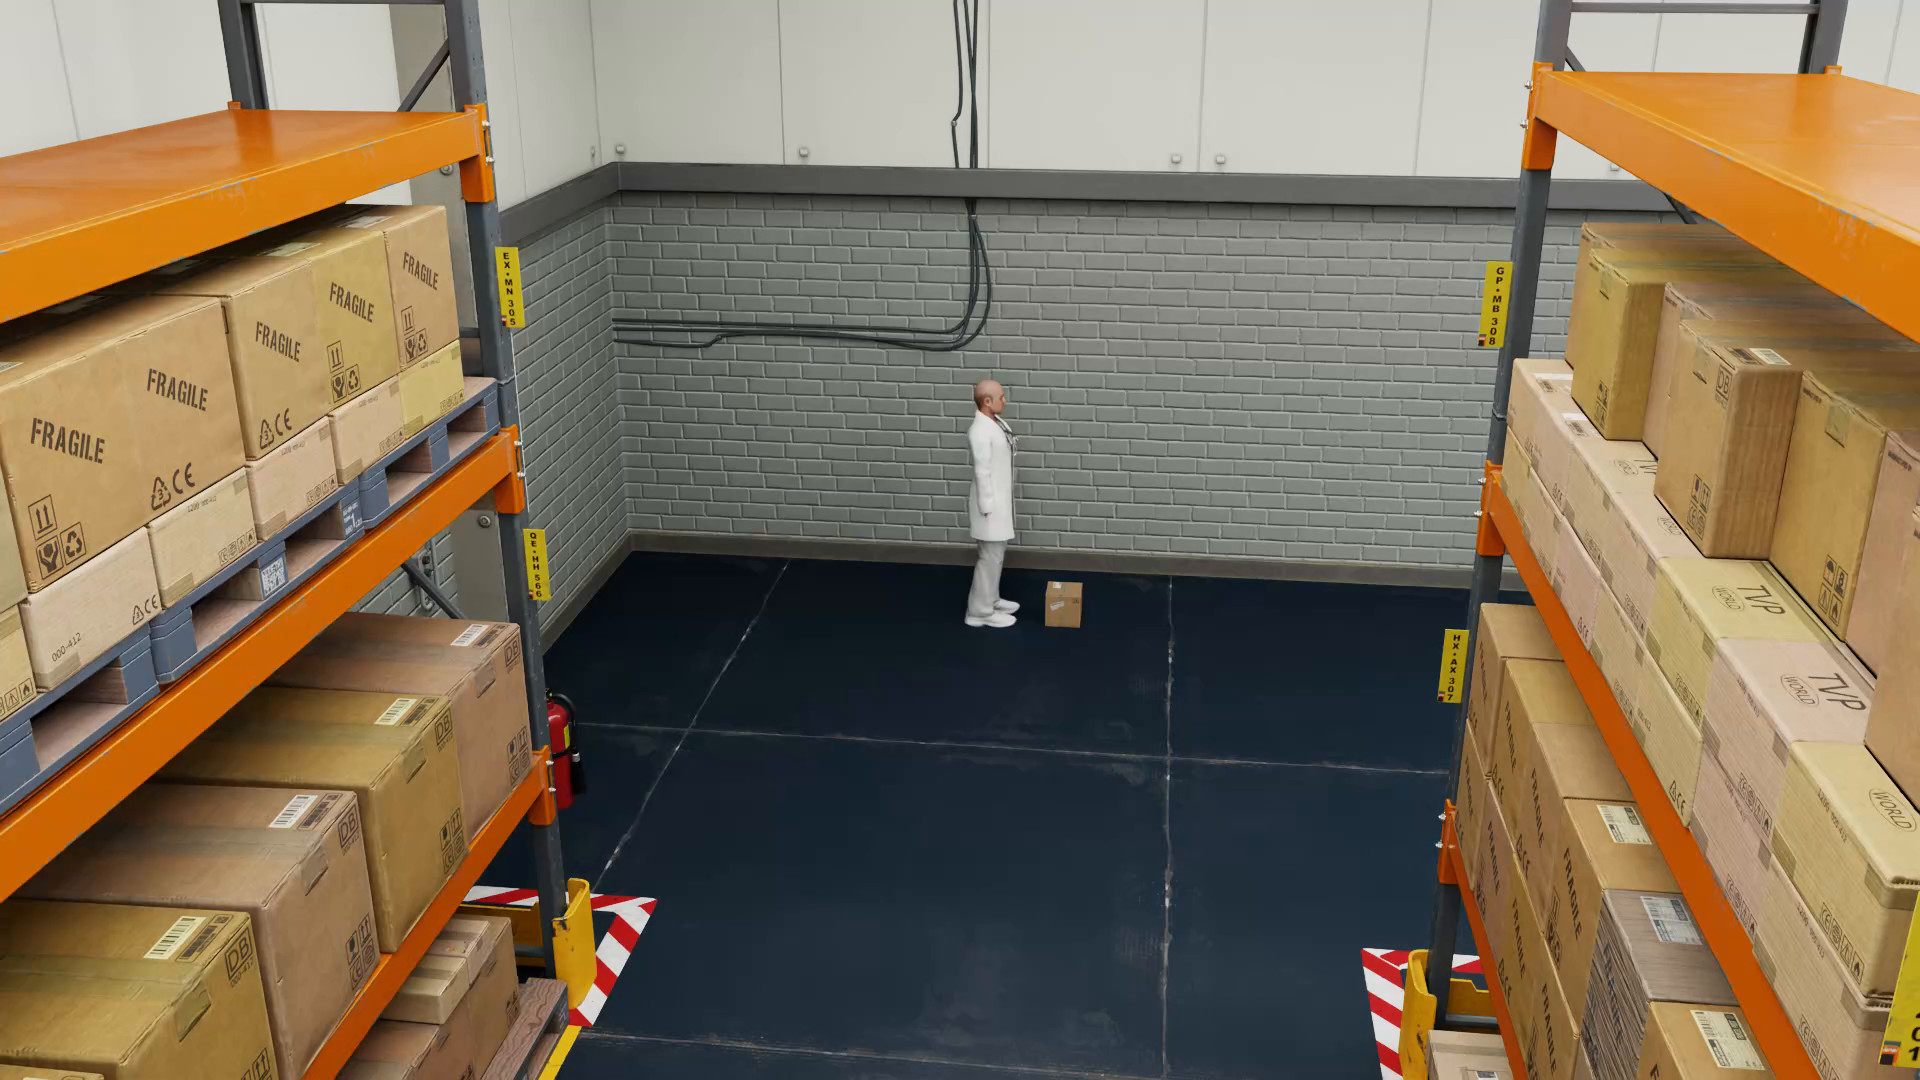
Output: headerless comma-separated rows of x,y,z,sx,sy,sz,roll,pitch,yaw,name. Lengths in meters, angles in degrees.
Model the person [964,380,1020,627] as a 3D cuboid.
0.239,-0.275,11.829,0.380,1.778,0.564,3,21,8,person
